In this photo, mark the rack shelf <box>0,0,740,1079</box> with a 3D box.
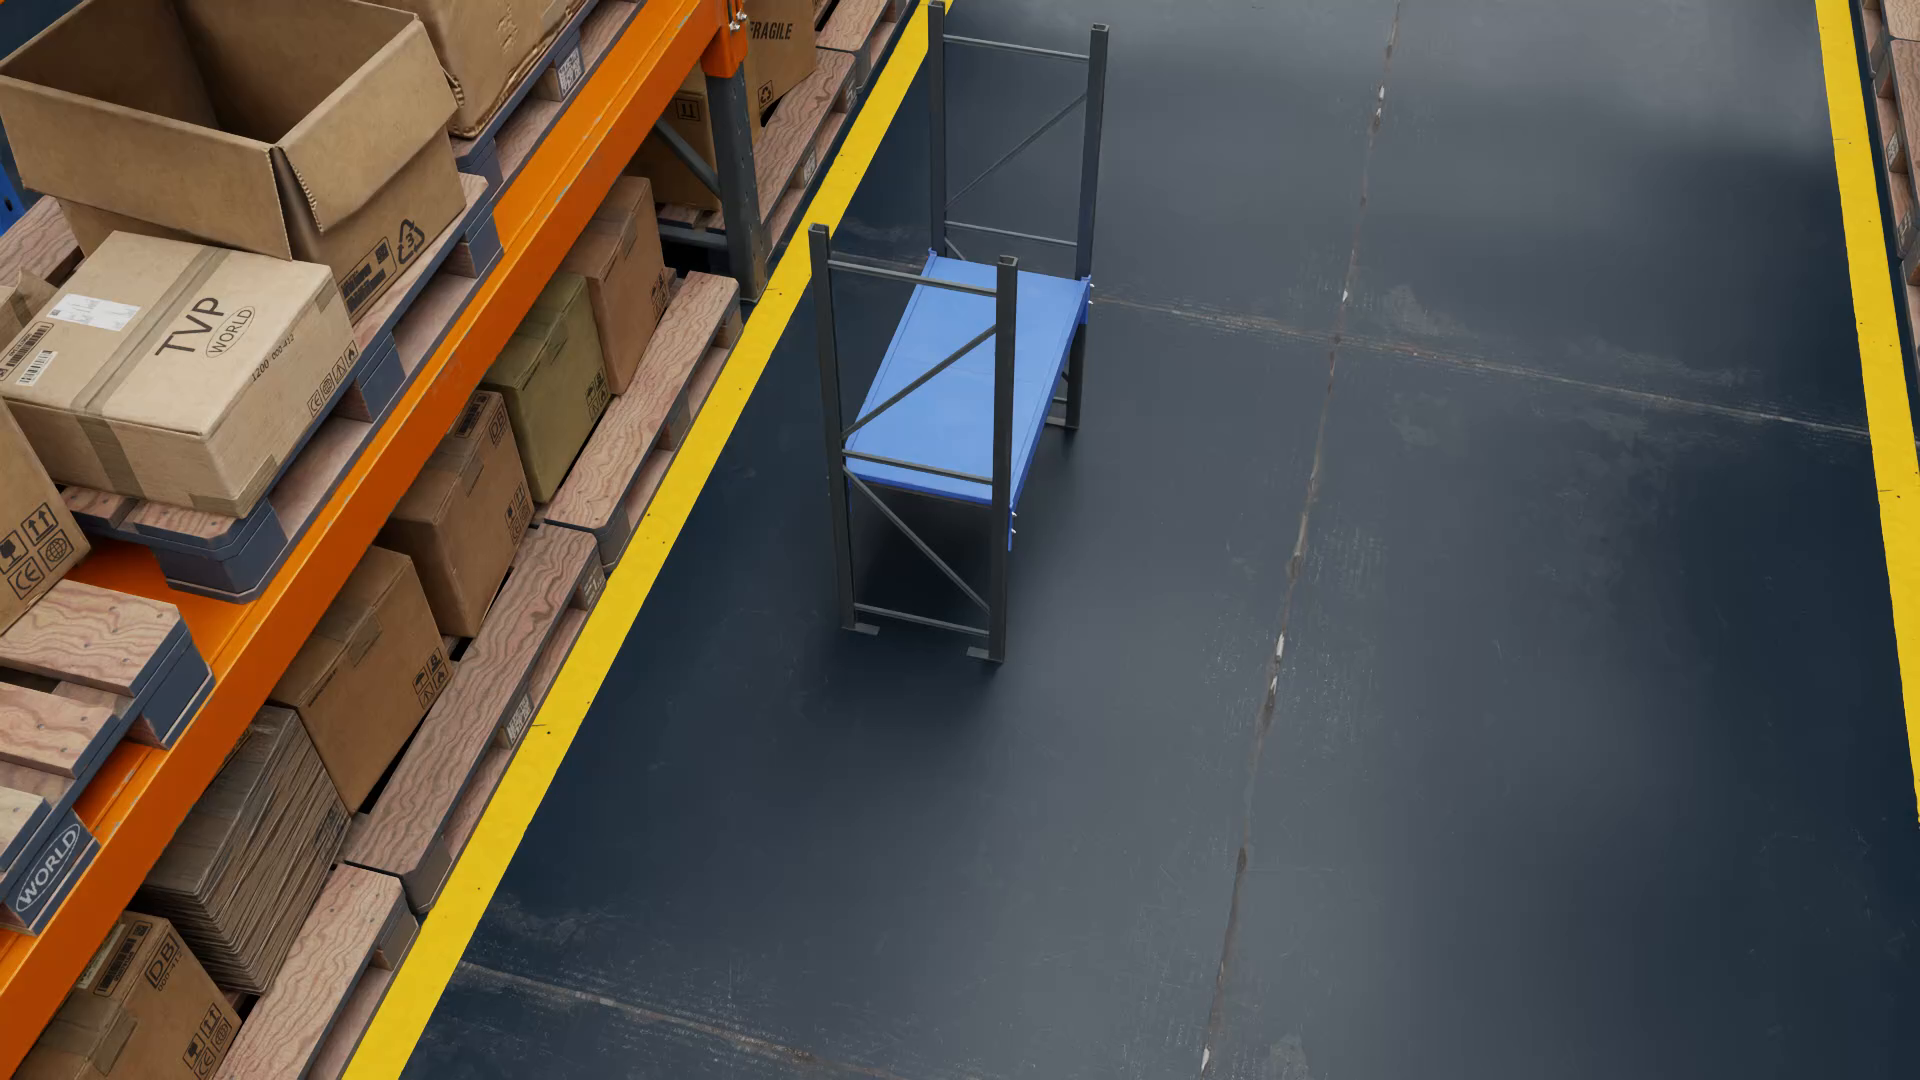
[{"bbox_3d":[-1.724,-0.297,3.991,1.077,0.370,4.000,12,50,10],"label":"rack shelf"}]

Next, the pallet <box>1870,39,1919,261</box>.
[{"bbox_3d":[4.116,-1.444,6.384,1.003,0.211,1.213,12,50,10],"label":"pallet"}]

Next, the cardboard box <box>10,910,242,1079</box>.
[{"bbox_3d":[-2.094,1.105,3.648,0.700,0.500,0.500,9,49,8],"label":"cardboard box"}]

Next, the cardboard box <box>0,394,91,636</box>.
[{"bbox_3d":[-2.097,-0.082,2.975,0.700,0.500,0.500,18,51,16],"label":"cardboard box"}]

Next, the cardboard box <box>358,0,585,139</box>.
[{"bbox_3d":[-1.542,-1.772,4.133,1.000,1.000,1.000,12,50,10],"label":"cardboard box"}]

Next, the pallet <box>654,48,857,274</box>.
[{"bbox_3d":[-1.055,-1.551,6.478,1.003,0.211,1.213,12,50,10],"label":"pallet"}]

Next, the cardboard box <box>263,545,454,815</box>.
[{"bbox_3d":[-1.818,0.290,4.367,0.700,0.500,0.500,15,50,13],"label":"cardboard box"}]

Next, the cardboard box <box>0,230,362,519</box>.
[{"bbox_3d":[-1.588,-0.344,3.373,0.500,0.250,0.500,10,49,9],"label":"cardboard box"}]

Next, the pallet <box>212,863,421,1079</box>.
[{"bbox_3d":[-2.044,1.270,3.989,1.003,0.211,1.213,12,50,10],"label":"pallet"}]

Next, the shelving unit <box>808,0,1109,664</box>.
[{"bbox_3d":[0.022,-0.558,4.742,0.538,1.500,1.048,12,50,10],"label":"shelving unit"}]

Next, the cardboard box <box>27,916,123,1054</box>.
[{"bbox_3d":[-2.103,0.855,3.369,0.500,0.250,0.500,13,50,12],"label":"cardboard box"}]

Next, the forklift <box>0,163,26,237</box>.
[{"bbox_3d":[-4.112,-0.784,3.987,3.031,2.935,1.130,-22,52,-18],"label":"forklift"}]

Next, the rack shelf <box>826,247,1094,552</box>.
[{"bbox_3d":[0.022,-0.439,4.877,0.538,0.185,1.000,12,50,10],"label":"rack shelf"}]

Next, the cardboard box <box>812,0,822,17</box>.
[{"bbox_3d":[-0.823,-2.455,6.803,0.500,0.500,0.500,8,49,7],"label":"cardboard box"}]

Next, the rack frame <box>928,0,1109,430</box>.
[{"bbox_3d":[0.156,-0.926,5.067,0.500,1.500,0.032,12,50,10],"label":"rack frame"}]

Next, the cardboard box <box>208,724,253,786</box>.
[{"bbox_3d":[-1.974,0.469,3.709,0.500,0.250,0.500,17,51,14],"label":"cardboard box"}]

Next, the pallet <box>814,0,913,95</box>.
[{"bbox_3d":[-0.736,-2.437,7.260,1.003,0.211,1.213,12,50,10],"label":"pallet"}]

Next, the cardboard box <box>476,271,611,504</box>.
[{"bbox_3d":[-1.524,-0.519,5.081,0.700,0.500,0.500,11,50,10],"label":"cardboard box"}]

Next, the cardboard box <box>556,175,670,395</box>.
[{"bbox_3d":[-1.380,-0.860,5.382,0.700,0.500,0.500,8,49,7],"label":"cardboard box"}]

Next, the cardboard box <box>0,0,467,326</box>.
[{"bbox_3d":[-1.565,-0.882,3.679,0.797,0.503,0.637,16,51,14],"label":"cardboard box"}]

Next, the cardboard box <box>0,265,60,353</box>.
[{"bbox_3d":[-2.072,-0.442,3.449,0.396,0.266,0.258,10,49,9],"label":"cardboard box"}]

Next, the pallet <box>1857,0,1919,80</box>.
[{"bbox_3d":[4.439,-2.324,7.160,1.003,0.211,1.213,12,50,10],"label":"pallet"}]

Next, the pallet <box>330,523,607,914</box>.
[{"bbox_3d":[-1.721,0.390,4.765,1.003,0.211,1.213,12,50,10],"label":"pallet"}]

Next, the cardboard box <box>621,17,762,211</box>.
[{"bbox_3d":[-1.054,-1.575,6.026,0.500,0.500,0.500,10,49,9],"label":"cardboard box"}]

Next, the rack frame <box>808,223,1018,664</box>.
[{"bbox_3d":[-0.111,-0.190,4.418,0.500,1.500,0.032,12,50,10],"label":"rack frame"}]

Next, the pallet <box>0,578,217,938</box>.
[{"bbox_3d":[-2.166,0.439,2.990,1.213,0.211,1.003,12,50,10],"label":"pallet"}]

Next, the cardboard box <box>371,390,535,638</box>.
[{"bbox_3d":[-1.671,-0.114,4.724,0.700,0.500,0.500,8,49,7],"label":"cardboard box"}]

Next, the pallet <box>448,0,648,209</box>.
[{"bbox_3d":[-1.540,-1.394,4.607,1.003,0.211,1.213,12,50,10],"label":"pallet"}]

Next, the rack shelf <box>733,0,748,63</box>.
[{"bbox_3d":[-0.672,-3.190,6.545,1.077,0.370,4.000,12,50,10],"label":"rack shelf"}]

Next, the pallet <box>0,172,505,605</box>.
[{"bbox_3d":[-1.769,-0.465,3.787,1.003,0.211,1.213,12,50,10],"label":"pallet"}]

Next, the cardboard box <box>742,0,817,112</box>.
[{"bbox_3d":[-0.911,-1.990,6.393,0.500,0.500,0.500,27,54,22],"label":"cardboard box"}]

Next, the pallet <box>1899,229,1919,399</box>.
[{"bbox_3d":[3.797,-0.559,5.602,1.003,0.211,1.213,12,50,10],"label":"pallet"}]

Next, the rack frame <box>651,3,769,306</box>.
[{"bbox_3d":[-1.198,-1.981,4.998,1.000,3.000,0.127,12,50,10],"label":"rack frame"}]

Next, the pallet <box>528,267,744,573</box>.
[{"bbox_3d":[-1.402,-0.495,5.546,1.003,0.211,1.213,12,50,10],"label":"pallet"}]

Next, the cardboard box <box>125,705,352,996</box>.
[{"bbox_3d":[-1.960,0.701,4.004,0.700,0.500,0.500,8,49,7],"label":"cardboard box"}]
